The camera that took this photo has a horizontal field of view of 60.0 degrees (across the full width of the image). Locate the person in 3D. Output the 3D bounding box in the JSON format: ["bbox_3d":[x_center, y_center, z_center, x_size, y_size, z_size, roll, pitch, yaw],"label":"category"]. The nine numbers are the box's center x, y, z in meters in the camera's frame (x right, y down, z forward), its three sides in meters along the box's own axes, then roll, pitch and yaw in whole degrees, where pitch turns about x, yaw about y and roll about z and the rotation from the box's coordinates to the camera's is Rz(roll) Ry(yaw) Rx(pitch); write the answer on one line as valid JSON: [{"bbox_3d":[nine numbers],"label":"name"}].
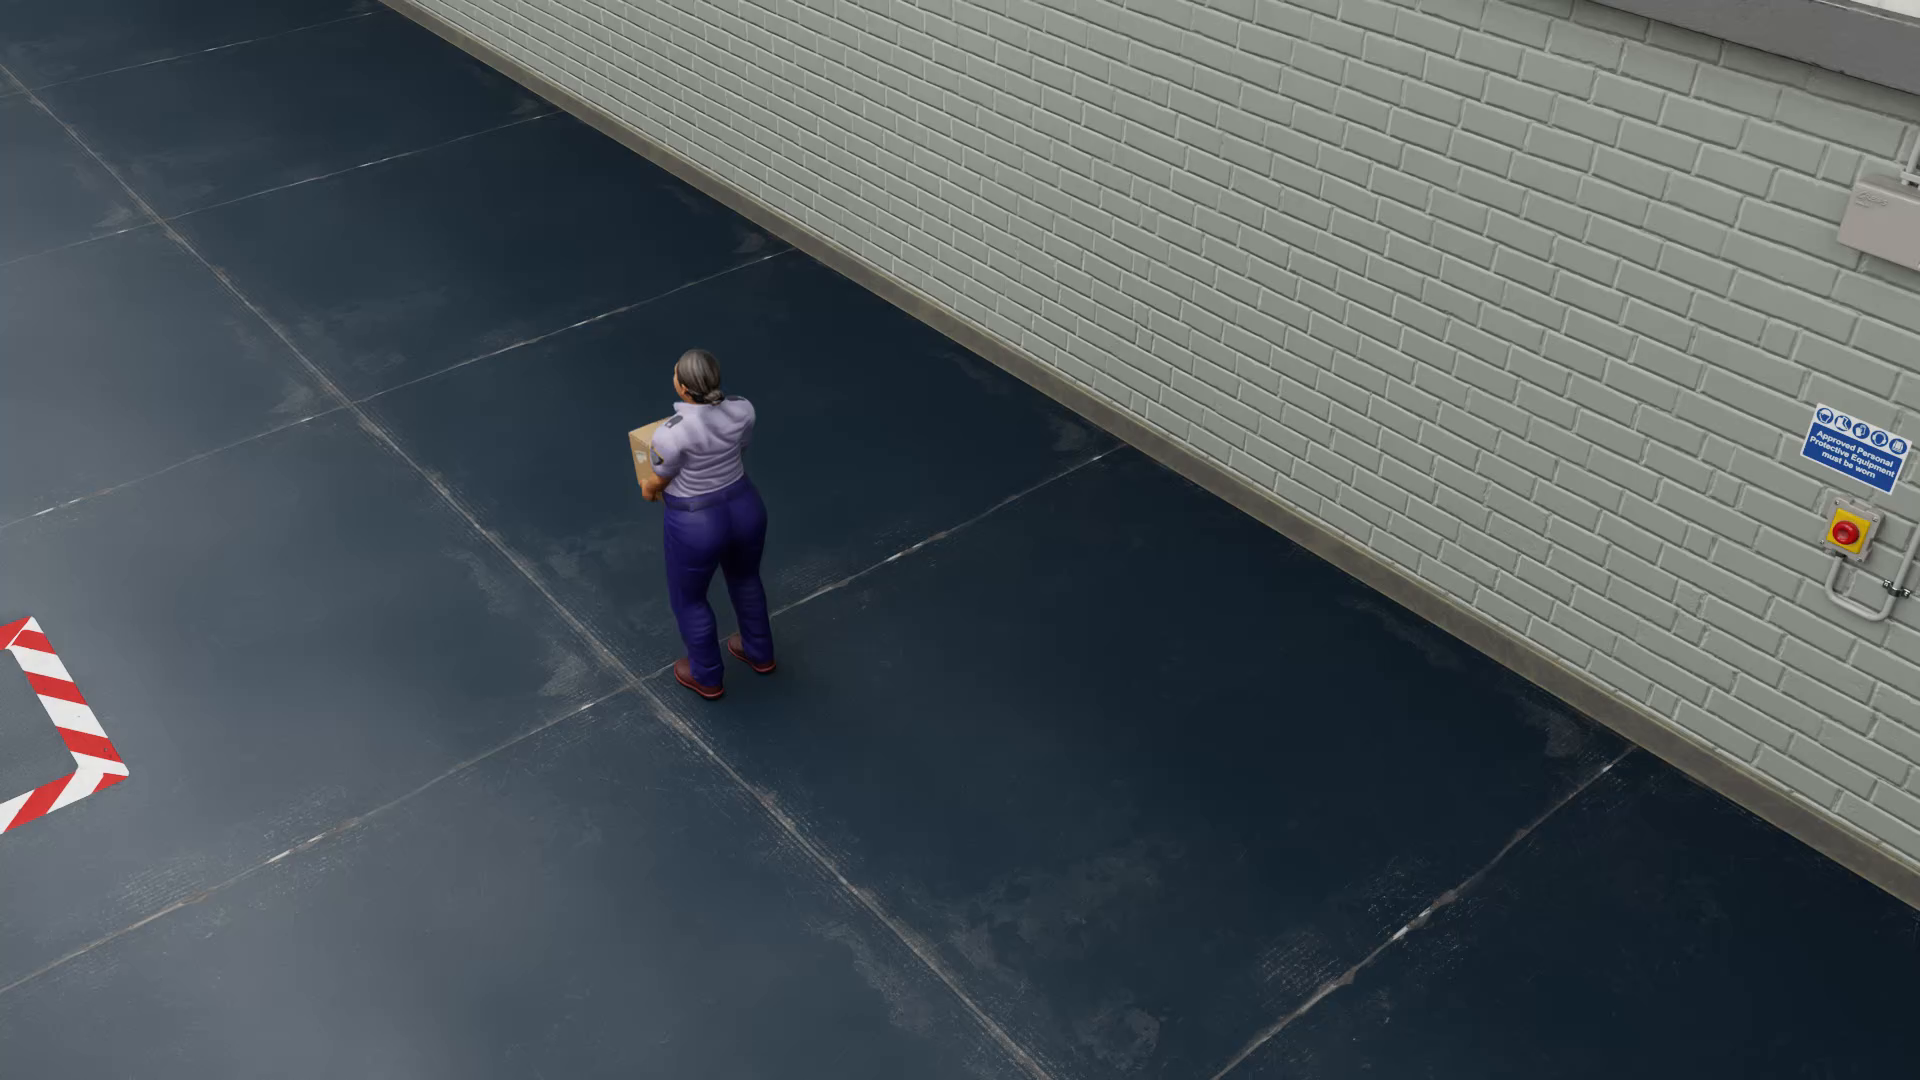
[{"bbox_3d":[-1.062,-0.112,6.823,0.452,1.641,0.515,-25,43,-31],"label":"person"}]
